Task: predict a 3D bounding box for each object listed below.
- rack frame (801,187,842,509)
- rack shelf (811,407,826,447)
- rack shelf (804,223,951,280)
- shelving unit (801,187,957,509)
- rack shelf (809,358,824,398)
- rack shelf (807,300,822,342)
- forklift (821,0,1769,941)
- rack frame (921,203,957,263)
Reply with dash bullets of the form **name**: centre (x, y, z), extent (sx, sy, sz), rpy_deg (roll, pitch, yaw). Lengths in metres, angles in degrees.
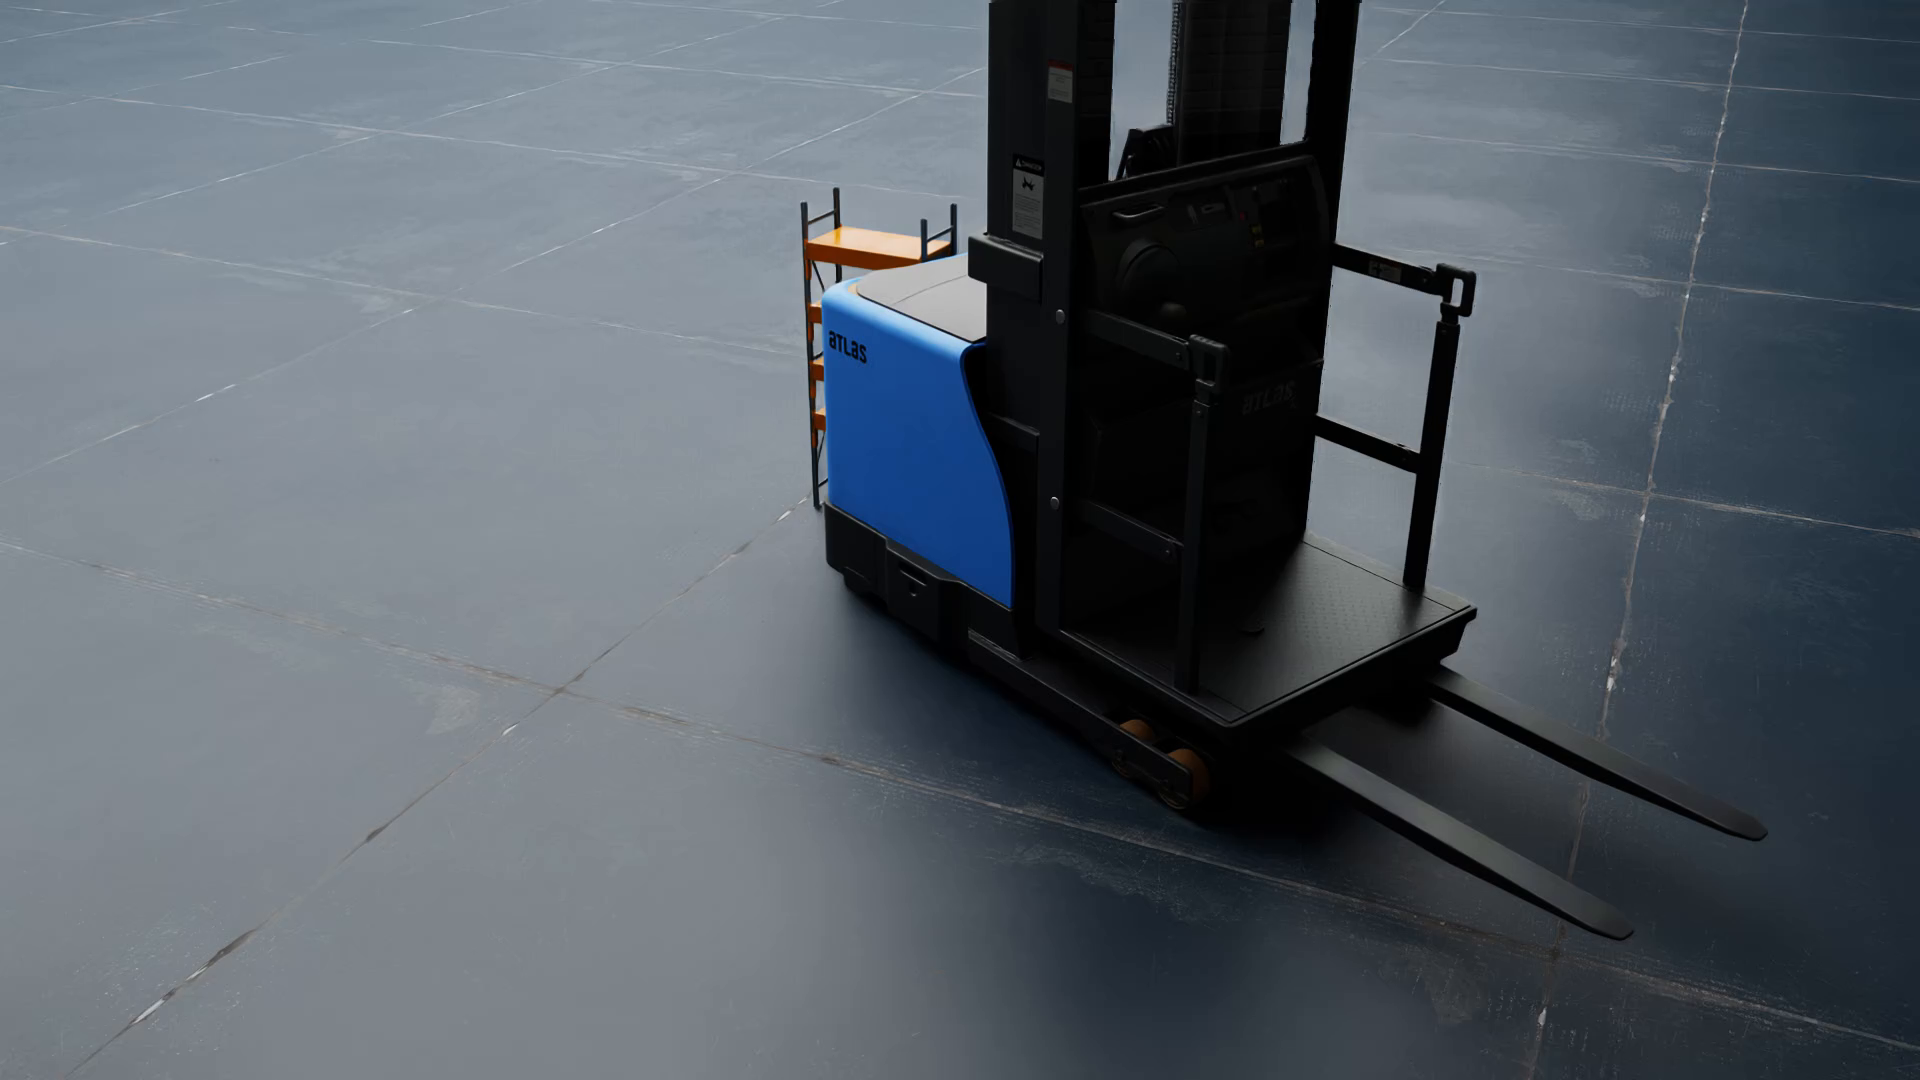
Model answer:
- **rack frame**: centre (-0.505, -0.708, 6.267), extent (0.015, 1.200, 0.240), rpy_deg (13, 29, 25)
- **rack shelf**: centre (-0.289, -0.419, 6.282), extent (0.480, 0.148, 0.258), rpy_deg (13, 29, 25)
- **rack shelf**: centre (-0.289, -1.010, 5.991), extent (0.480, 0.148, 0.258), rpy_deg (13, 29, 25)
- **shelving unit**: centre (-0.289, -0.658, 6.164), extent (0.503, 1.200, 0.258), rpy_deg (13, 29, 25)
- **rack shelf**: centre (-0.289, -0.597, 6.194), extent (0.480, 0.148, 0.258), rpy_deg (13, 29, 25)
- **rack shelf**: centre (-0.289, -0.798, 6.095), extent (0.480, 0.148, 0.258), rpy_deg (13, 29, 25)
- **forklift**: centre (0.837, -0.811, 4.517), extent (1.130, 2.935, 3.031), rpy_deg (-19, 32, -34)
- **rack frame**: centre (-0.073, -0.607, 6.062), extent (0.015, 1.200, 0.240), rpy_deg (13, 29, 25)
